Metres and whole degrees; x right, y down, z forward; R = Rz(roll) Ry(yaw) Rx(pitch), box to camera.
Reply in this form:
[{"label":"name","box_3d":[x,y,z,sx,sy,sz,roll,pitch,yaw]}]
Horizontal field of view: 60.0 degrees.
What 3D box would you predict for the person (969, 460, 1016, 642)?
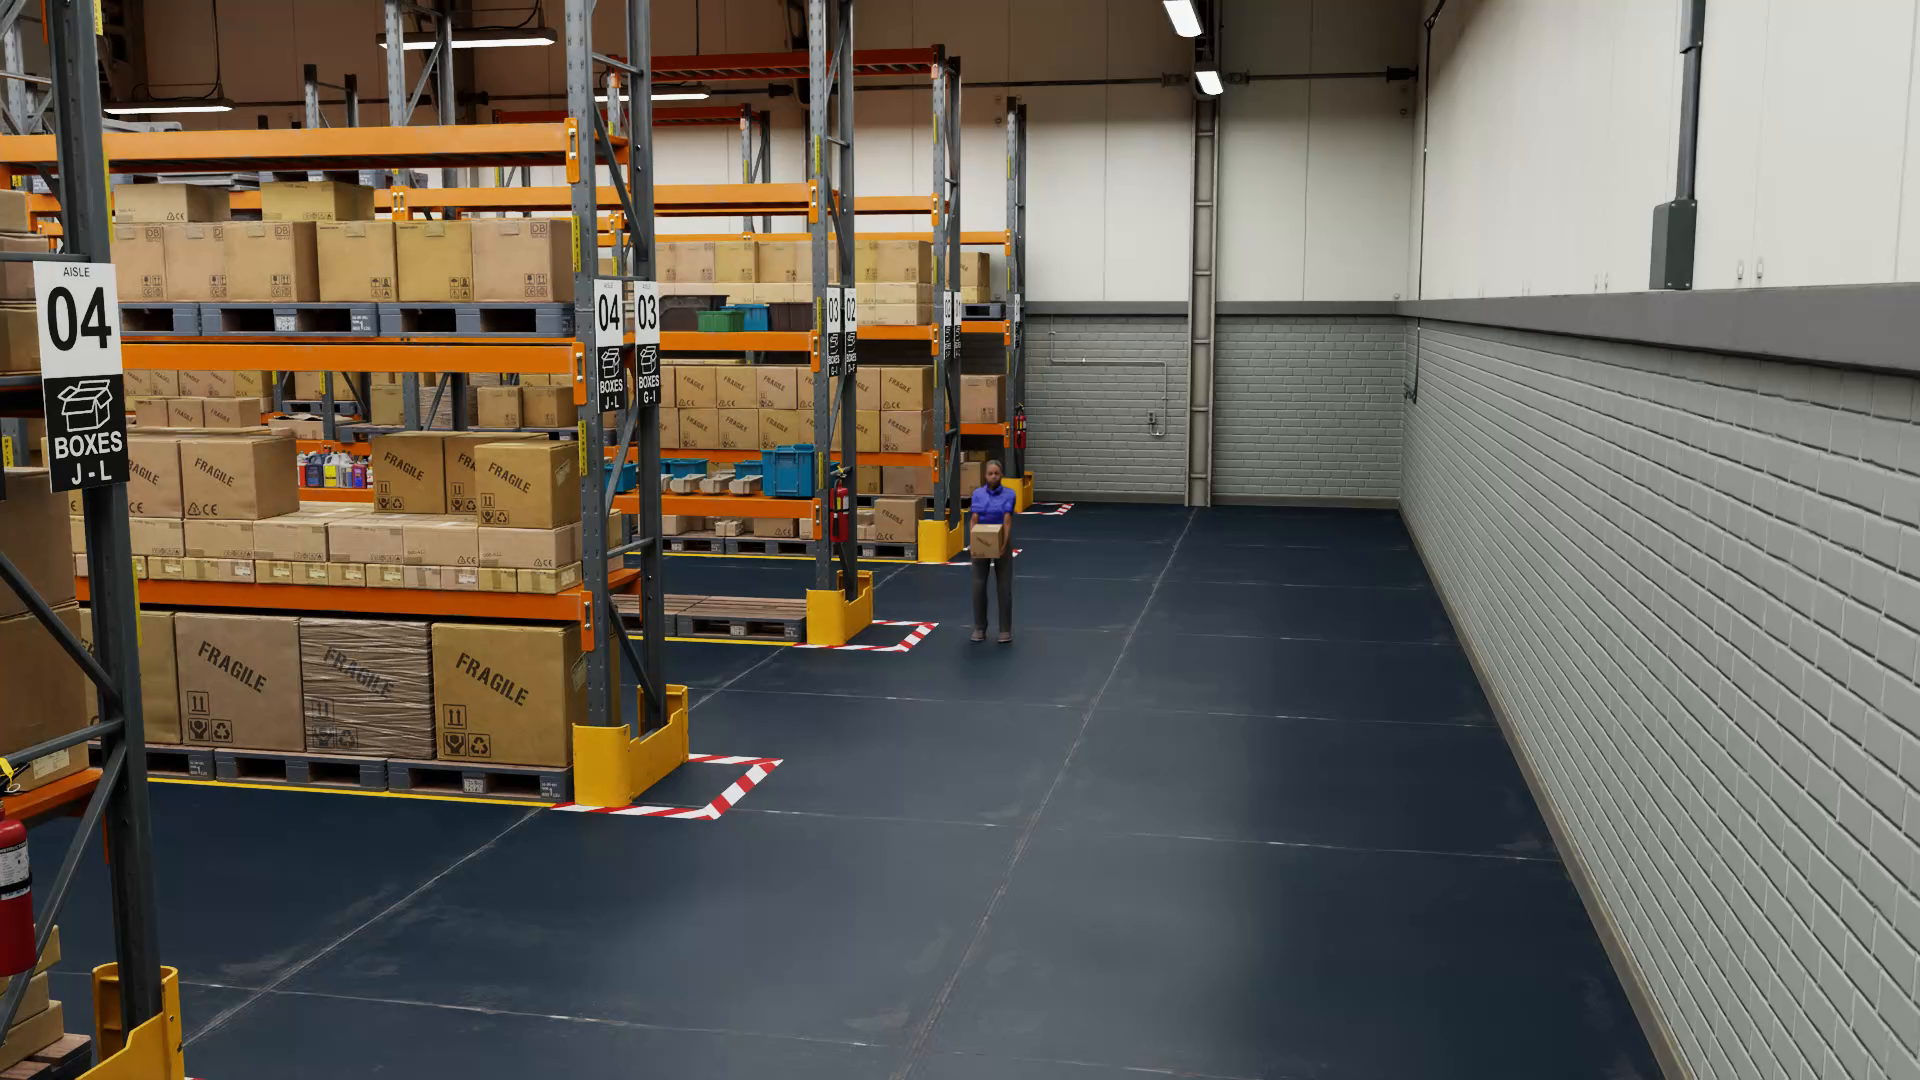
[{"label":"person","box_3d":[0.289,0.109,15.109,0.412,1.656,0.510,1,8,10]}]
